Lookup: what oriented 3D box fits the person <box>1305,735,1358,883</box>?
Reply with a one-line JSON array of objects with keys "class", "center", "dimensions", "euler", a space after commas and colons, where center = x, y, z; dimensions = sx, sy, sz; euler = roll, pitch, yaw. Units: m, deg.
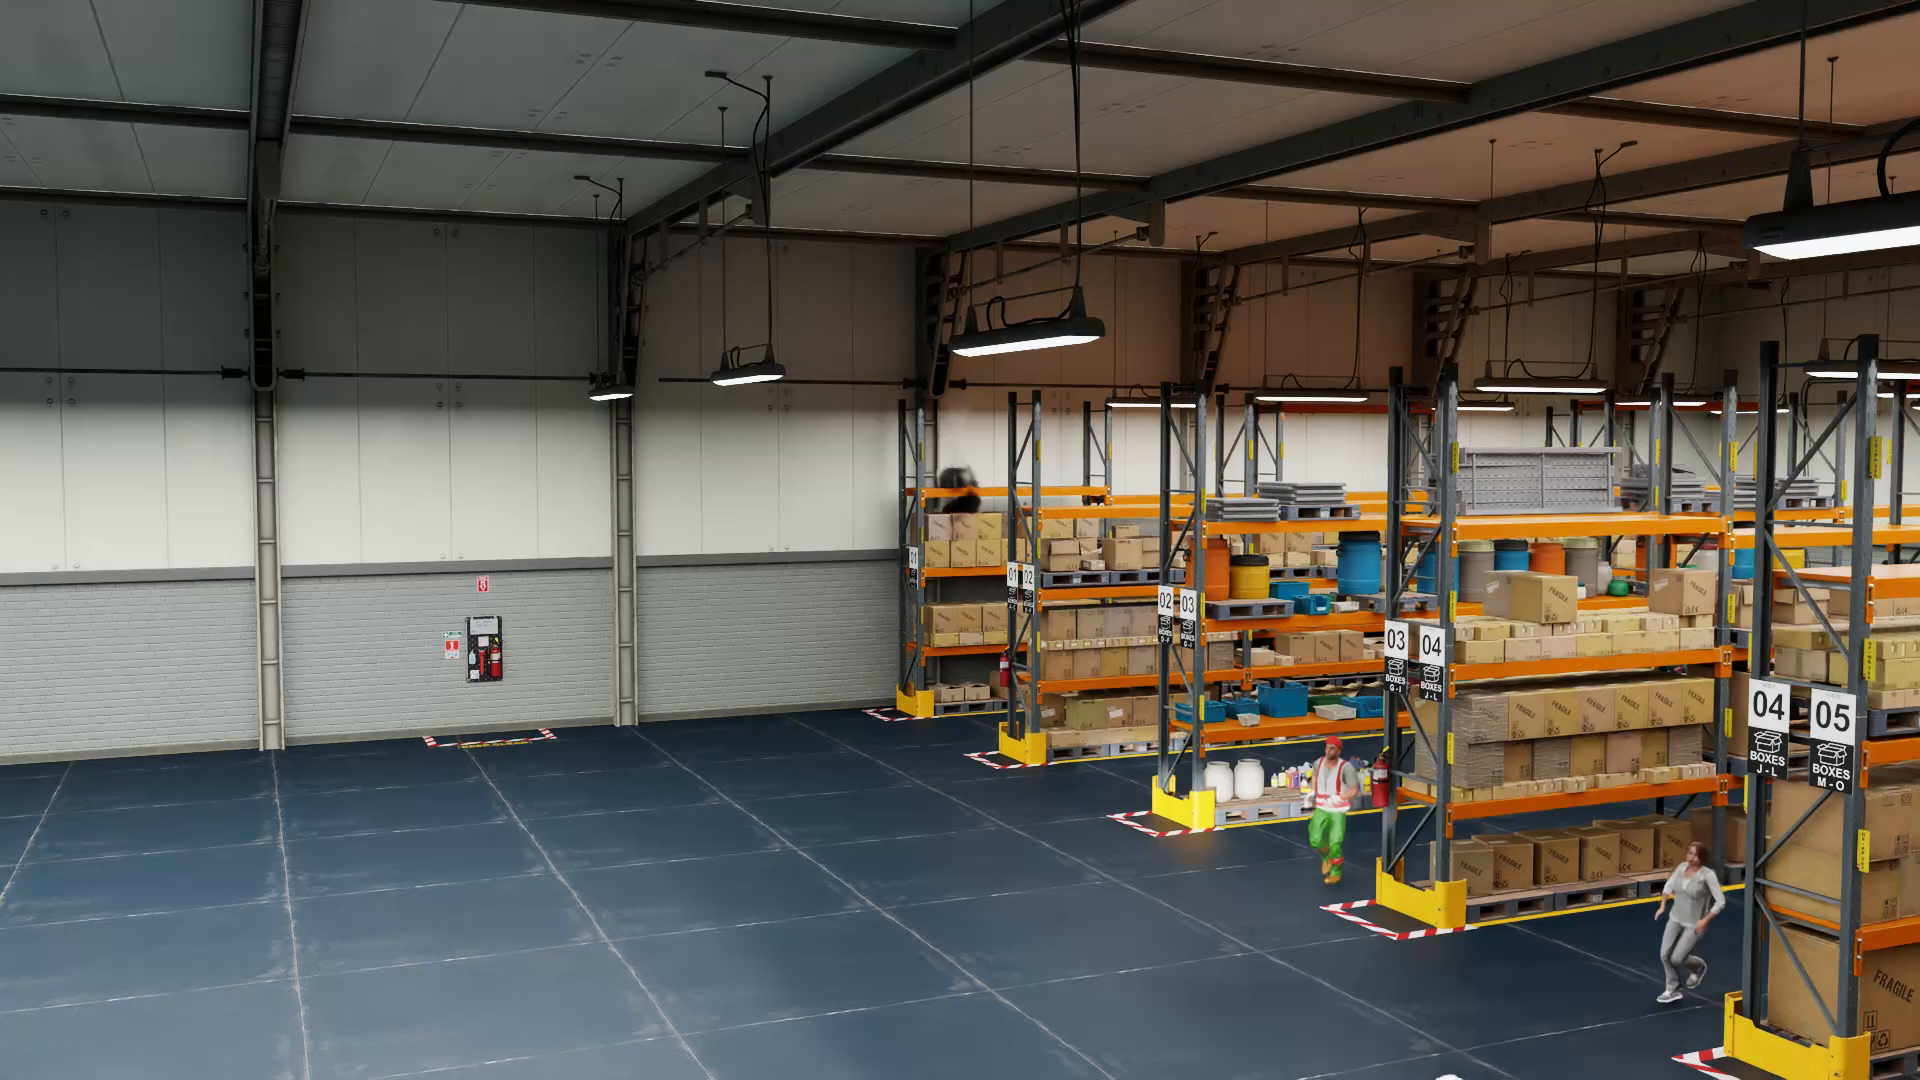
[{"class": "person", "center": [4.307, 3.152, 19.405], "dimensions": [0.657, 1.743, 0.576], "euler": [2, 4, 37]}]

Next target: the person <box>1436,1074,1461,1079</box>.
[{"class": "person", "center": [2.676, 3.747, 9.019], "dimensions": [0.715, 1.783, 0.835], "euler": [1, 3, 17]}]

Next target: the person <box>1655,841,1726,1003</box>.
[{"class": "person", "center": [6.710, 3.512, 15.254], "dimensions": [0.506, 1.548, 0.582], "euler": [-2, 4, -29]}]
